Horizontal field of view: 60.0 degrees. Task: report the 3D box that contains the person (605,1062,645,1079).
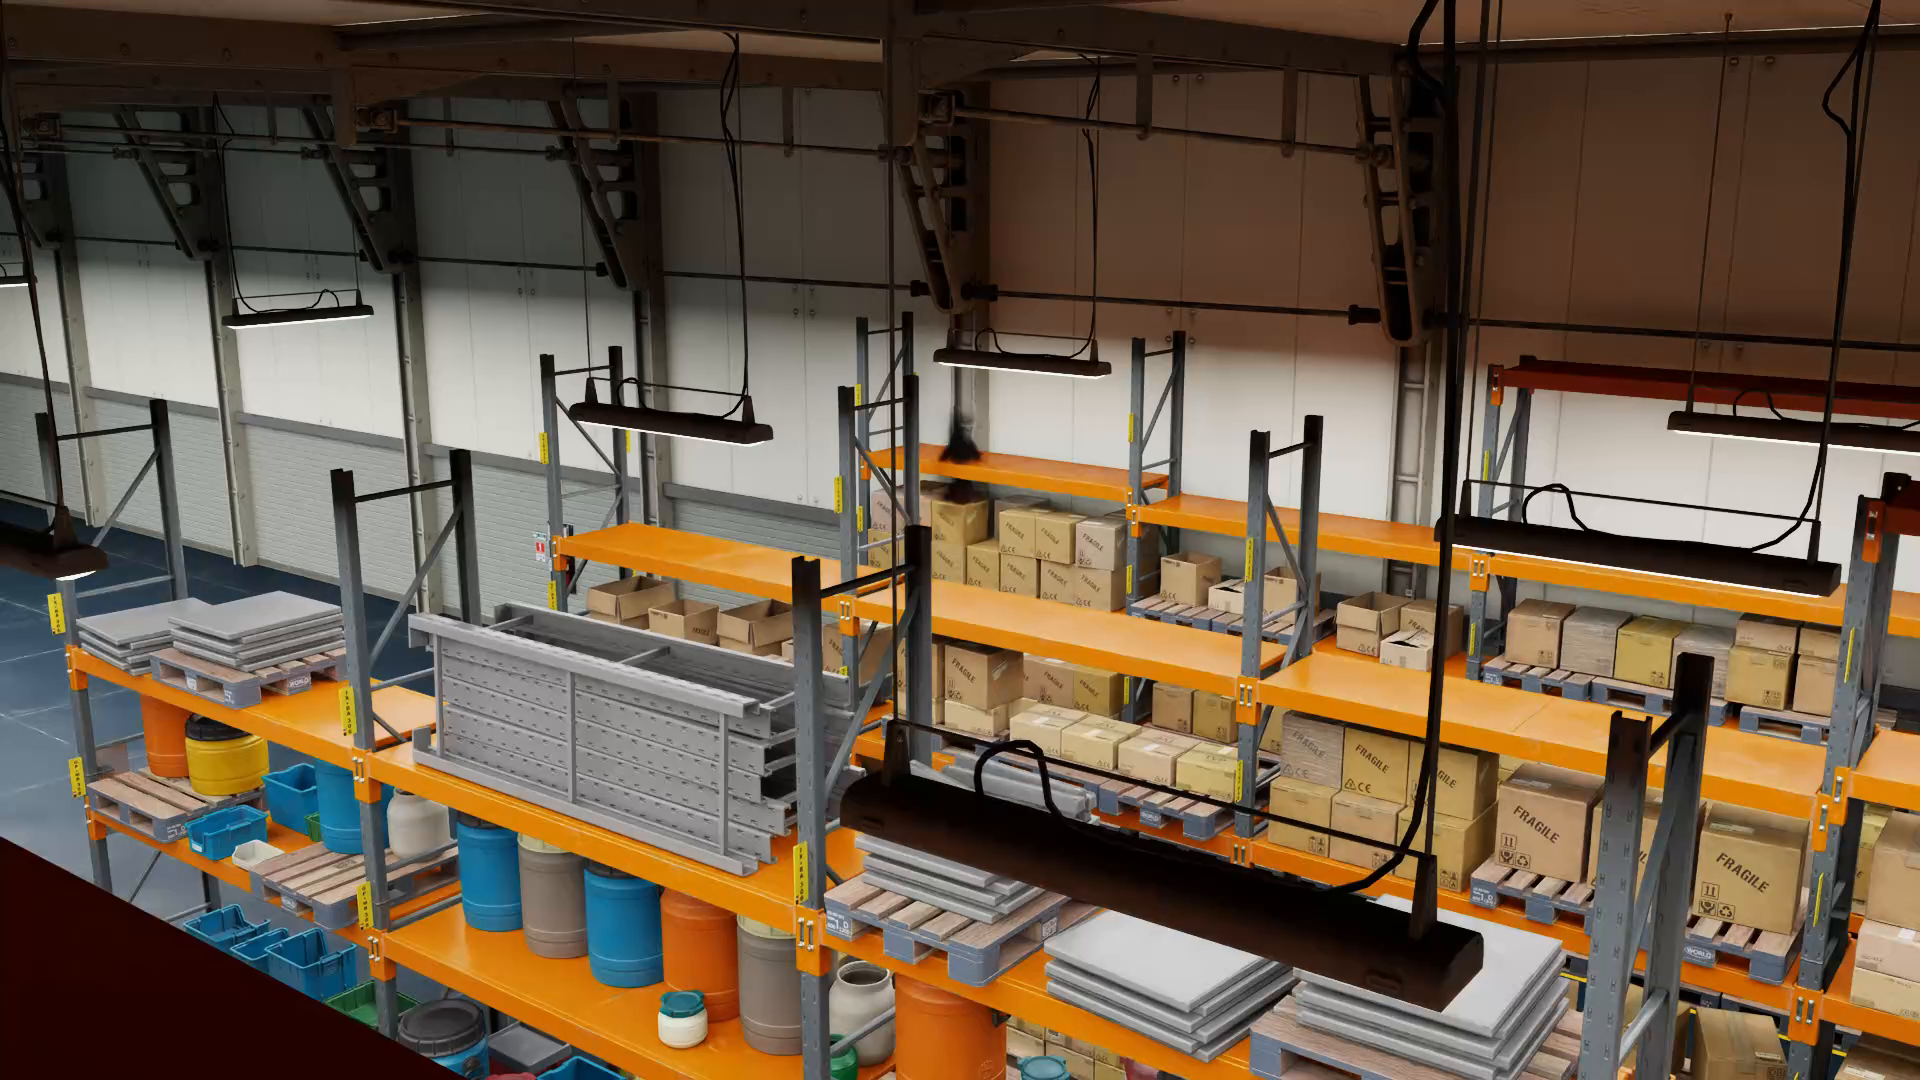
[{"bbox_3d":[-2.422,4.298,12.878,0.611,1.724,0.833,-4,14,-15],"label":"person"}]
